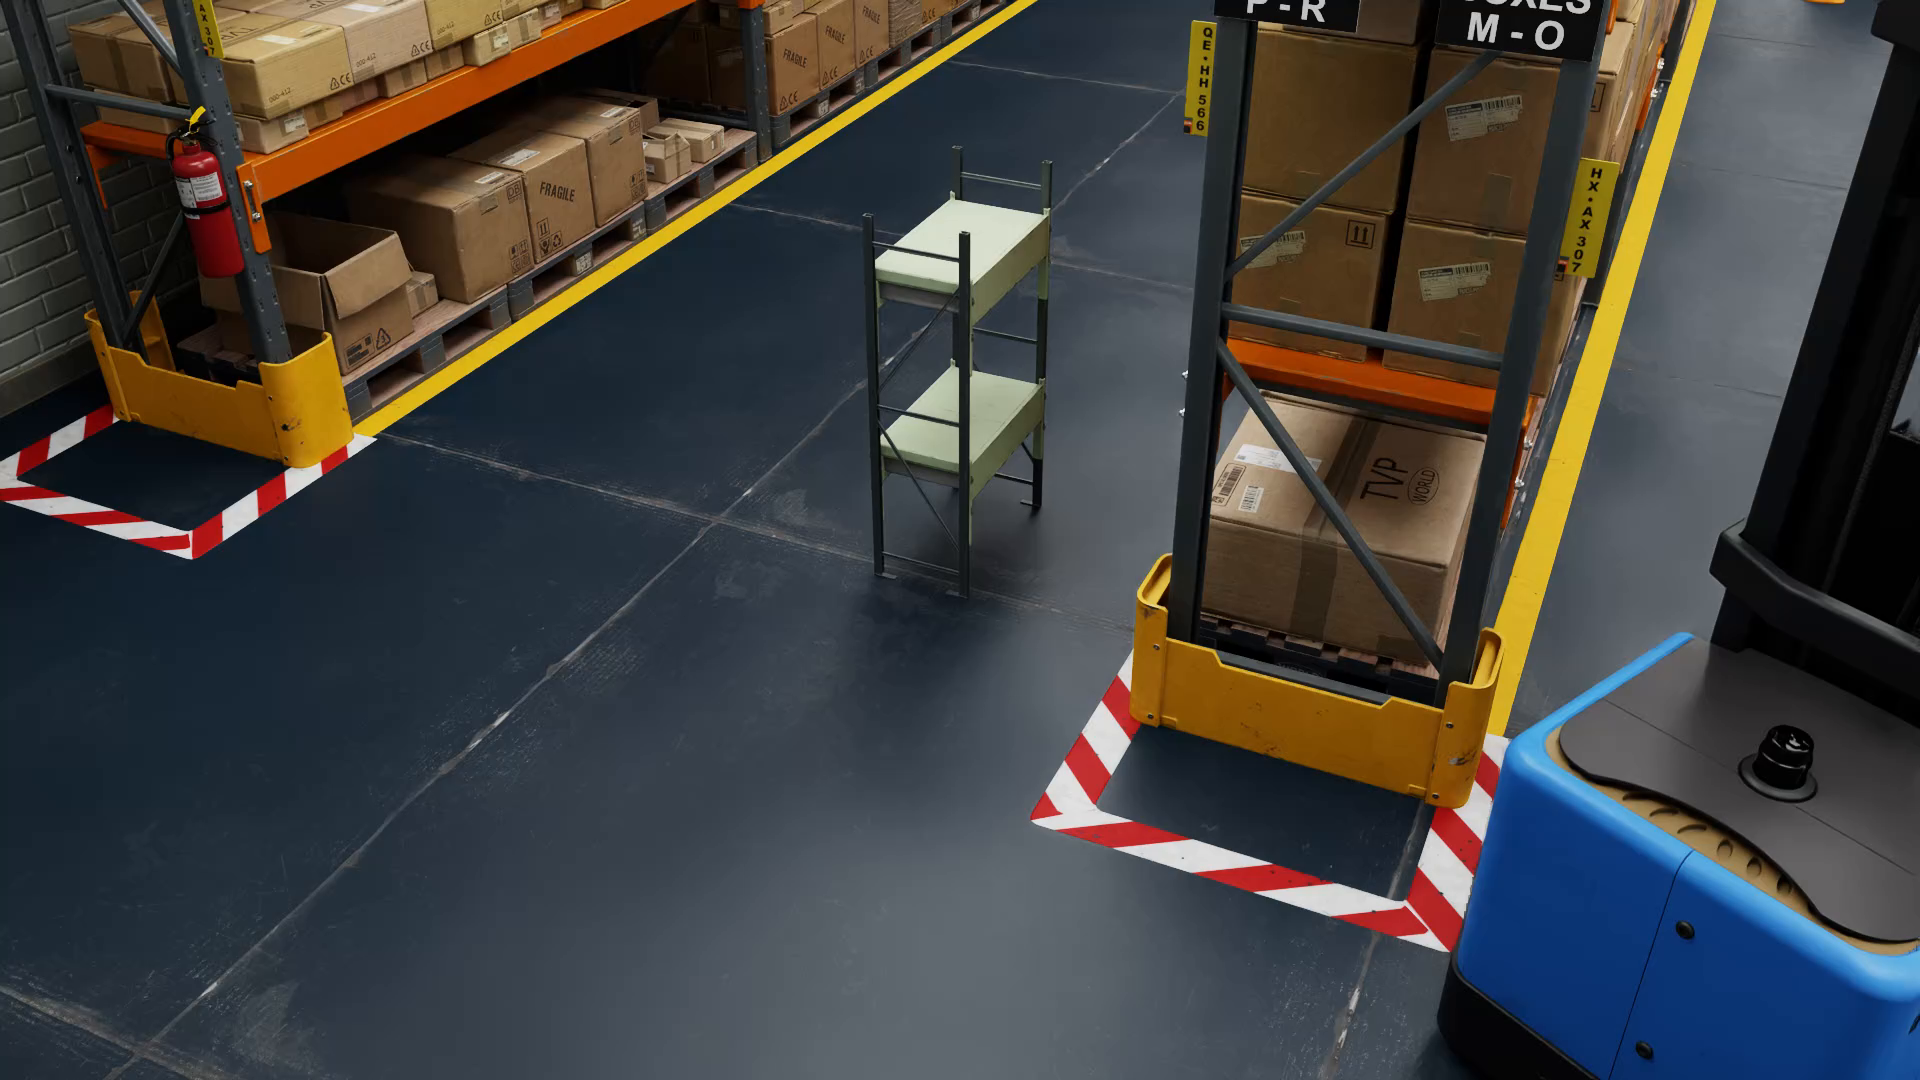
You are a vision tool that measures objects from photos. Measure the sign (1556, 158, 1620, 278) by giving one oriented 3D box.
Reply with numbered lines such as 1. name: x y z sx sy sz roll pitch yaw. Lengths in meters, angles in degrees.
1. sign: 1.686 -0.863 4.468 0.100 0.325 0.005 14 36 20

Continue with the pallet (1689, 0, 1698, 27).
1. pallet: 5.371 -4.410 13.283 1.003 0.211 1.213 14 36 20

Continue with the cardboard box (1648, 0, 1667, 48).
1. cardboard box: 2.487 -2.245 6.435 0.500 0.500 0.500 15 36 21

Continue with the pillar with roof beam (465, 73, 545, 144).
1. pillar with roof beam: 1.148 -5.108 6.333 9.100 9.000 0.400 14 36 20

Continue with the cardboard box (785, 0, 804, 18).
1. cardboard box: -1.215 -3.402 10.507 0.380 0.149 0.250 13 35 19

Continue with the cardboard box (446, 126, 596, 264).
1. cardboard box: -2.279 -1.805 8.664 0.500 0.500 0.500 15 36 21

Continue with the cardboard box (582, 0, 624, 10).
1. cardboard box: -1.948 -2.877 8.631 0.380 0.149 0.250 14 36 20

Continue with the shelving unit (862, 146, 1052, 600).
1. shelving unit: 0.003 -0.631 6.344 0.431 1.500 0.755 14 36 20

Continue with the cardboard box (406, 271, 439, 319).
1. cardboard box: -2.771 -1.204 8.067 0.380 0.149 0.250 13 35 19

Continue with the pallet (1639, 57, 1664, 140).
1. pallet: 4.133 -3.041 11.195 1.003 0.211 1.213 14 36 20

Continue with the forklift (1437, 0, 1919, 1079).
1. forklift: 2.789 -0.121 4.261 3.031 2.935 1.130 -23 40 -31

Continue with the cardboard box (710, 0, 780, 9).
1. cardboard box: -1.315 -3.384 10.209 0.380 0.149 0.250 14 36 20

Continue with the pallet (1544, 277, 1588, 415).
1. pallet: 2.469 -1.063 8.179 1.003 0.211 1.213 14 36 20

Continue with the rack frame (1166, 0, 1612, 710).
1. rack frame: 1.184 -0.598 4.926 1.000 3.000 0.127 14 36 20

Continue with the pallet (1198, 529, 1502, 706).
1. pallet: 1.448 0.152 6.325 1.003 0.211 1.213 14 36 20

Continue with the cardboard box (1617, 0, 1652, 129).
1. cardboard box: 2.062 -1.748 5.678 0.500 0.500 0.500 14 36 20

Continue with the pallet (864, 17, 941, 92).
1. pallet: -0.837 -3.584 12.024 1.003 0.211 1.213 14 36 20

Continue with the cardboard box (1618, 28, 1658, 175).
1. cardboard box: 2.489 -1.831 6.715 0.500 0.500 0.500 14 36 20

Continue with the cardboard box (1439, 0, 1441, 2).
1. cardboard box: 1.362 -1.619 5.481 0.500 0.500 0.500 14 36 21

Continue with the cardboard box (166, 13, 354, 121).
1. cardboard box: -2.891 -1.960 6.870 0.500 0.250 0.500 14 36 21

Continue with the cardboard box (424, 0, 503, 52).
1. cardboard box: -2.471 -2.465 7.639 0.500 0.250 0.500 13 36 20

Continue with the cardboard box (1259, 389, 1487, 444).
1. cardboard box: 1.745 -0.511 6.748 0.875 0.438 0.875 15 36 22

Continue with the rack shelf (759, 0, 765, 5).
1. rack shelf: -0.815 -4.422 11.414 1.077 0.370 4.000 14 36 20

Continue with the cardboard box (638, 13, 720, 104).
1. cardboard box: -1.715 -3.169 10.745 0.500 0.500 0.500 14 36 20

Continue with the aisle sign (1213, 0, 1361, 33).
1. aisle sign: 0.873 -1.720 4.267 0.394 0.787 0.004 14 36 20

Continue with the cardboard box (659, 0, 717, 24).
1. cardboard box: -1.760 -3.378 10.471 0.380 0.149 0.250 13 35 19

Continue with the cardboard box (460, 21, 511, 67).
1. cardboard box: -2.355 -2.360 7.843 0.380 0.149 0.250 13 35 19

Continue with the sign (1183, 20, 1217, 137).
1. sign: 0.697 -1.312 4.744 0.100 0.325 0.005 14 36 20

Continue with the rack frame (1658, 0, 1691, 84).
1. rack frame: 4.531 -4.582 11.002 1.000 3.000 0.127 14 36 20

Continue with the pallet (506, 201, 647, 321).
1. pallet: -2.449 -1.609 9.011 1.003 0.211 1.213 14 36 20

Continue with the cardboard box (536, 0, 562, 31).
1. cardboard box: -2.218 -2.640 8.271 0.380 0.149 0.250 14 36 20

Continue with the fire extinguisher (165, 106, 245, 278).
1. fire extinguisher: -2.967 -1.367 6.510 0.296 0.674 0.183 14 36 20

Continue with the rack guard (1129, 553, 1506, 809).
1. rack guard: 1.174 0.460 5.593 1.175 0.500 0.348 14 36 20

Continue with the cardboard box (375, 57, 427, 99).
1. cardboard box: -2.635 -2.118 7.474 0.380 0.149 0.250 15 36 22

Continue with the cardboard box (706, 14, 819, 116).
1. cardboard box: -1.245 -3.046 10.557 0.500 0.500 0.500 16 36 23

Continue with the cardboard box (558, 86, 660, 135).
1. cardboard box: -2.143 -2.503 9.901 0.500 0.311 0.500 15 36 22

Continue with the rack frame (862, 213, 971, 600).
1. rack frame: -0.150 -0.448 6.066 0.400 1.500 0.023 14 36 20

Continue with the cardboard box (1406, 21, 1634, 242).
1. cardboard box: 1.644 -1.231 4.889 0.500 0.500 0.500 13 36 19

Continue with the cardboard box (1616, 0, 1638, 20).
1. cardboard box: 1.842 -1.692 5.001 0.380 0.149 0.250 15 36 22

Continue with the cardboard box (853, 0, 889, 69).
1. cardboard box: -0.819 -3.561 11.342 0.500 0.500 0.500 13 35 19

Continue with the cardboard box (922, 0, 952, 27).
1. cardboard box: -0.396 -4.081 12.135 0.500 0.500 0.500 16 36 23

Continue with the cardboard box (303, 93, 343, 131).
1. cardboard box: -2.874 -1.868 7.092 0.380 0.149 0.250 15 36 22

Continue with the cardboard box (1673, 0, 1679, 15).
1. cardboard box: 3.497 -2.944 8.641 0.500 0.250 0.500 13 36 19

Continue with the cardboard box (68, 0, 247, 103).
1. cardboard box: -3.374 -2.086 7.062 0.500 0.250 0.500 15 36 22

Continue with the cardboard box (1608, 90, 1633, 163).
1. cardboard box: 2.061 -1.320 5.937 0.500 0.500 0.500 14 36 20

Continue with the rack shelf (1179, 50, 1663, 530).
1. rack shelf: 2.021 -1.293 6.642 1.077 0.370 4.000 14 36 20

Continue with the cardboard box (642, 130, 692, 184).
1. cardboard box: -1.768 -2.236 9.535 0.396 0.266 0.258 15 36 22

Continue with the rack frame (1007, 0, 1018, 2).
1. rack frame: 0.021 -5.719 12.736 1.000 3.000 0.127 14 36 20

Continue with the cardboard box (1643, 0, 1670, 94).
1. cardboard box: 2.896 -2.342 7.495 0.500 0.500 0.500 15 36 21

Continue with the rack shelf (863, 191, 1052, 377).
1. rack shelf: 0.003 -0.957 6.130 0.431 0.370 0.720 14 36 20

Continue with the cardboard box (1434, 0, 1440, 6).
1. cardboard box: 1.237 -1.686 4.990 0.380 0.149 0.250 15 36 21
